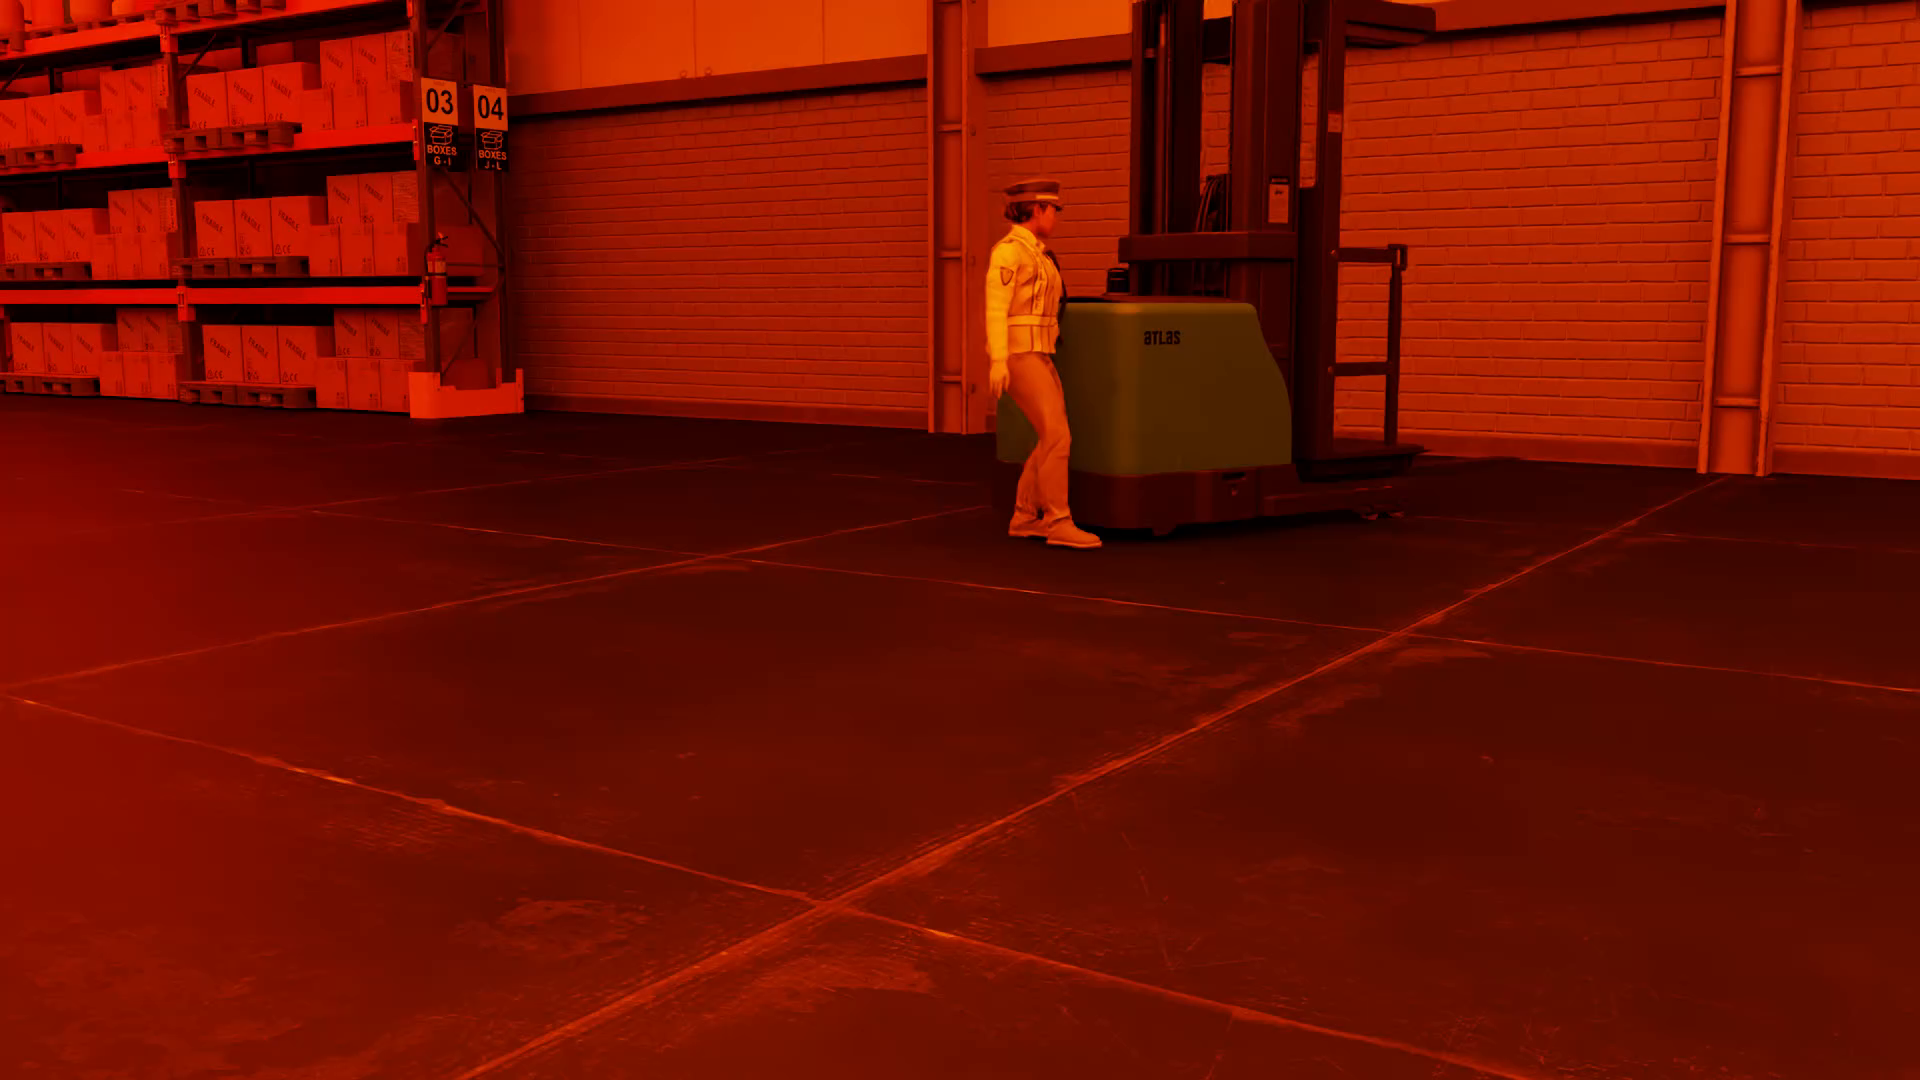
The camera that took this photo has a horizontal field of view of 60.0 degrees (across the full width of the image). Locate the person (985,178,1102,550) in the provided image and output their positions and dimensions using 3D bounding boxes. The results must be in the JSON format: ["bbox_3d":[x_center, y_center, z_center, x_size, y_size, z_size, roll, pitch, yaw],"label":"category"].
[{"bbox_3d":[0.401,-0.793,7.417,0.572,1.614,0.704,2,8,17],"label":"person"}]

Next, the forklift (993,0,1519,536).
[{"bbox_3d":[1.667,-1.603,8.467,3.031,2.935,1.130,-6,10,-34],"label":"forklift"}]
